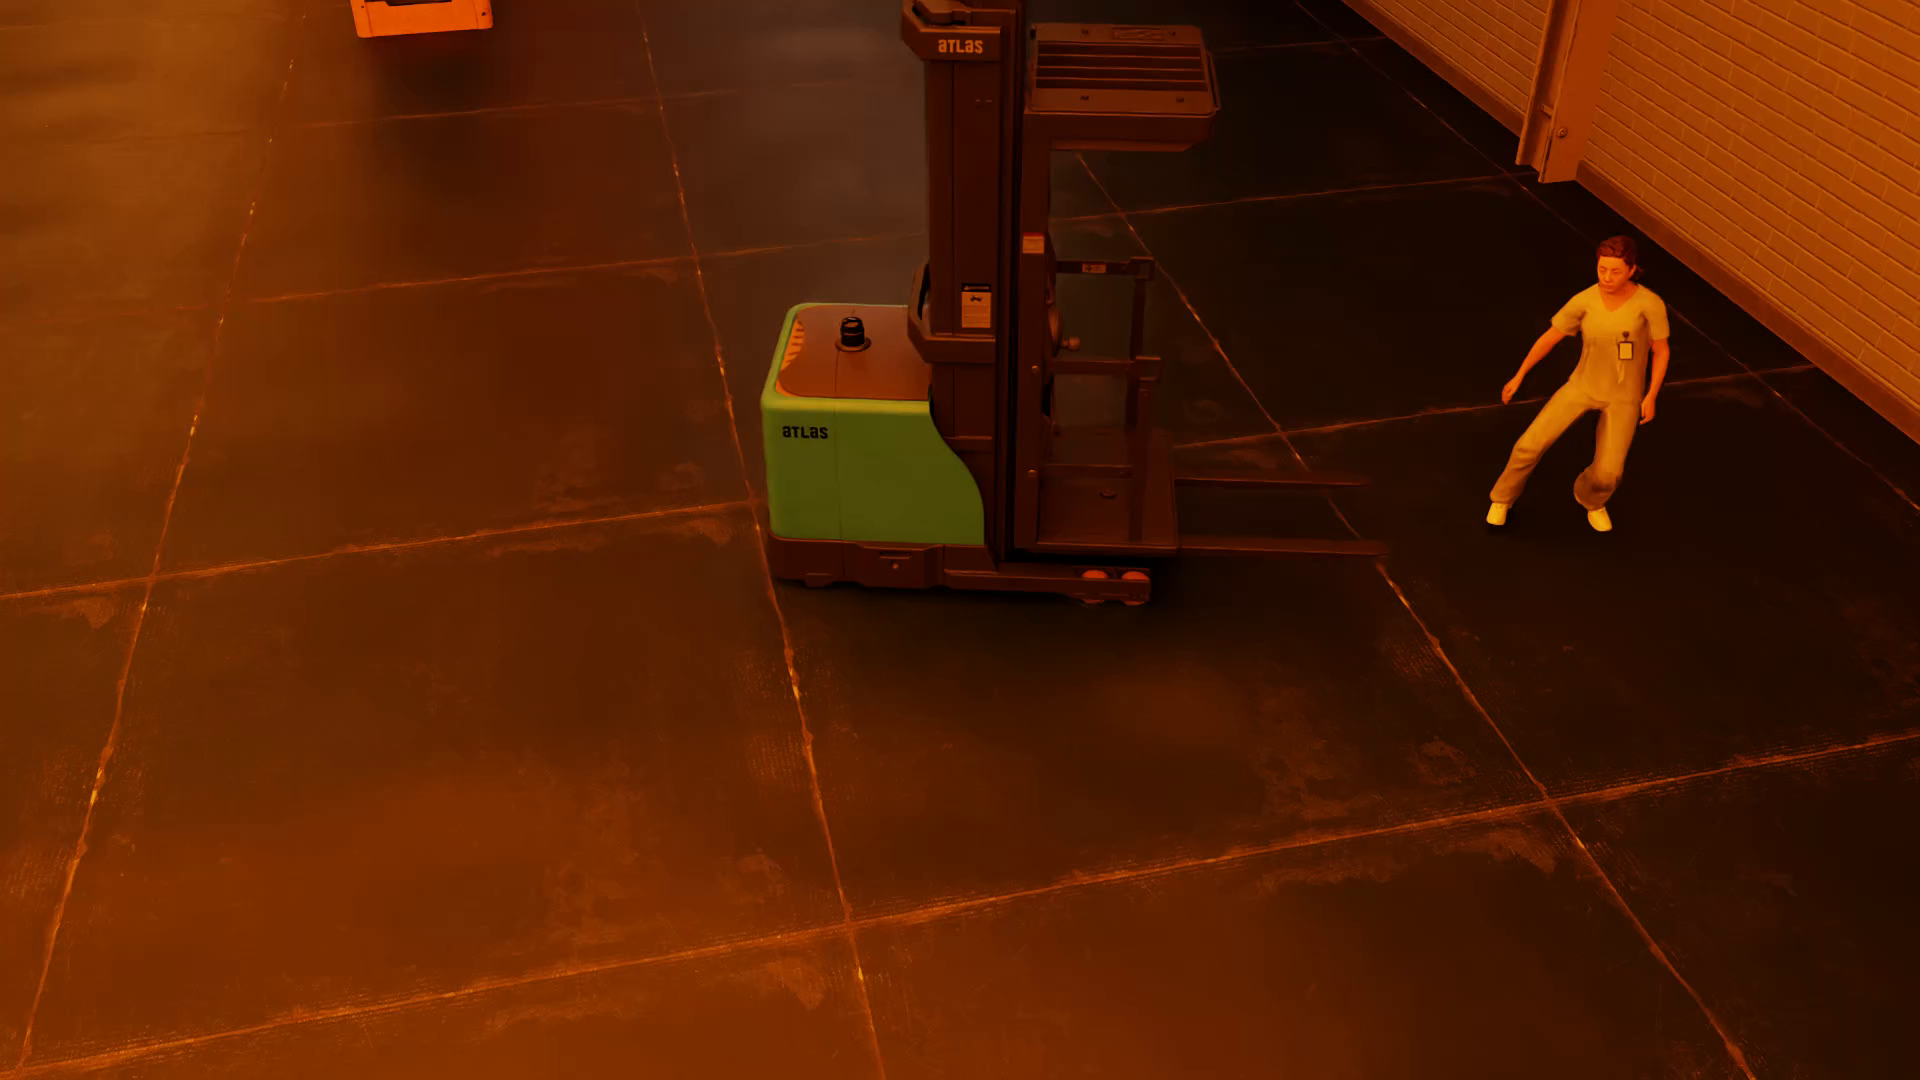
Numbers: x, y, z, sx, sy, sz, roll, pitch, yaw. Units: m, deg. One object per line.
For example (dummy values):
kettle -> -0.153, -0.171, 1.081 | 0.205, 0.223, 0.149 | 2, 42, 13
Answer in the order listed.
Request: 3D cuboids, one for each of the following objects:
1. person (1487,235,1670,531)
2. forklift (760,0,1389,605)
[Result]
person -> 3.075, -0.744, 8.199 | 0.719, 1.549, 0.547 | 21, 41, 26
forklift -> 0.599, -1.193, 7.707 | 3.031, 2.935, 1.130 | 2, 36, 3
